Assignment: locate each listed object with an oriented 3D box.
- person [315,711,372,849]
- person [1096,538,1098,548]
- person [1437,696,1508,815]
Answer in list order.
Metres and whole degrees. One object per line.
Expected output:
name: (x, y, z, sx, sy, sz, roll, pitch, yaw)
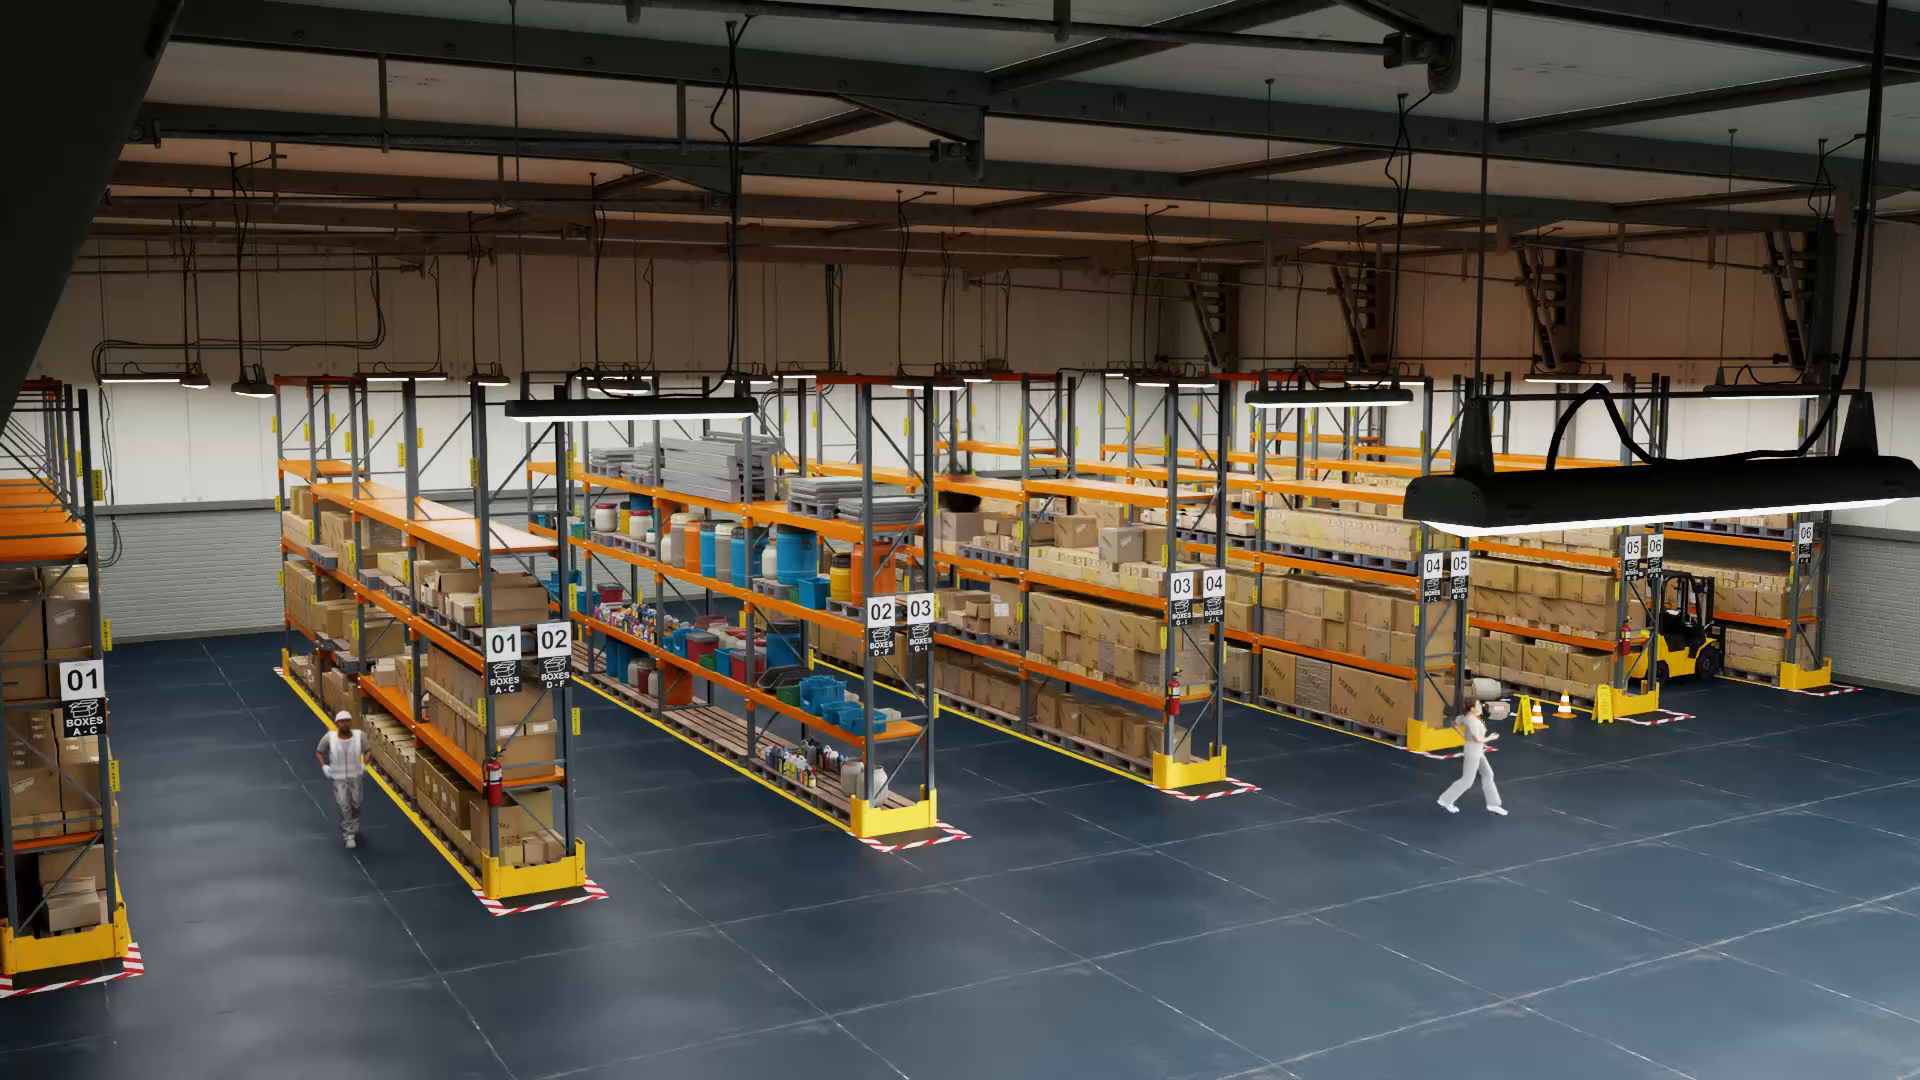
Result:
person: (-8.026, 3.090, 21.698, 0.683, 1.762, 0.735, -3, 7, -26)
person: (3.709, 0.690, 44.669, 0.519, 1.528, 0.582, -2, 6, -14)
person: (7.117, 2.981, 23.010, 0.965, 1.668, 0.572, 1, 6, 11)
